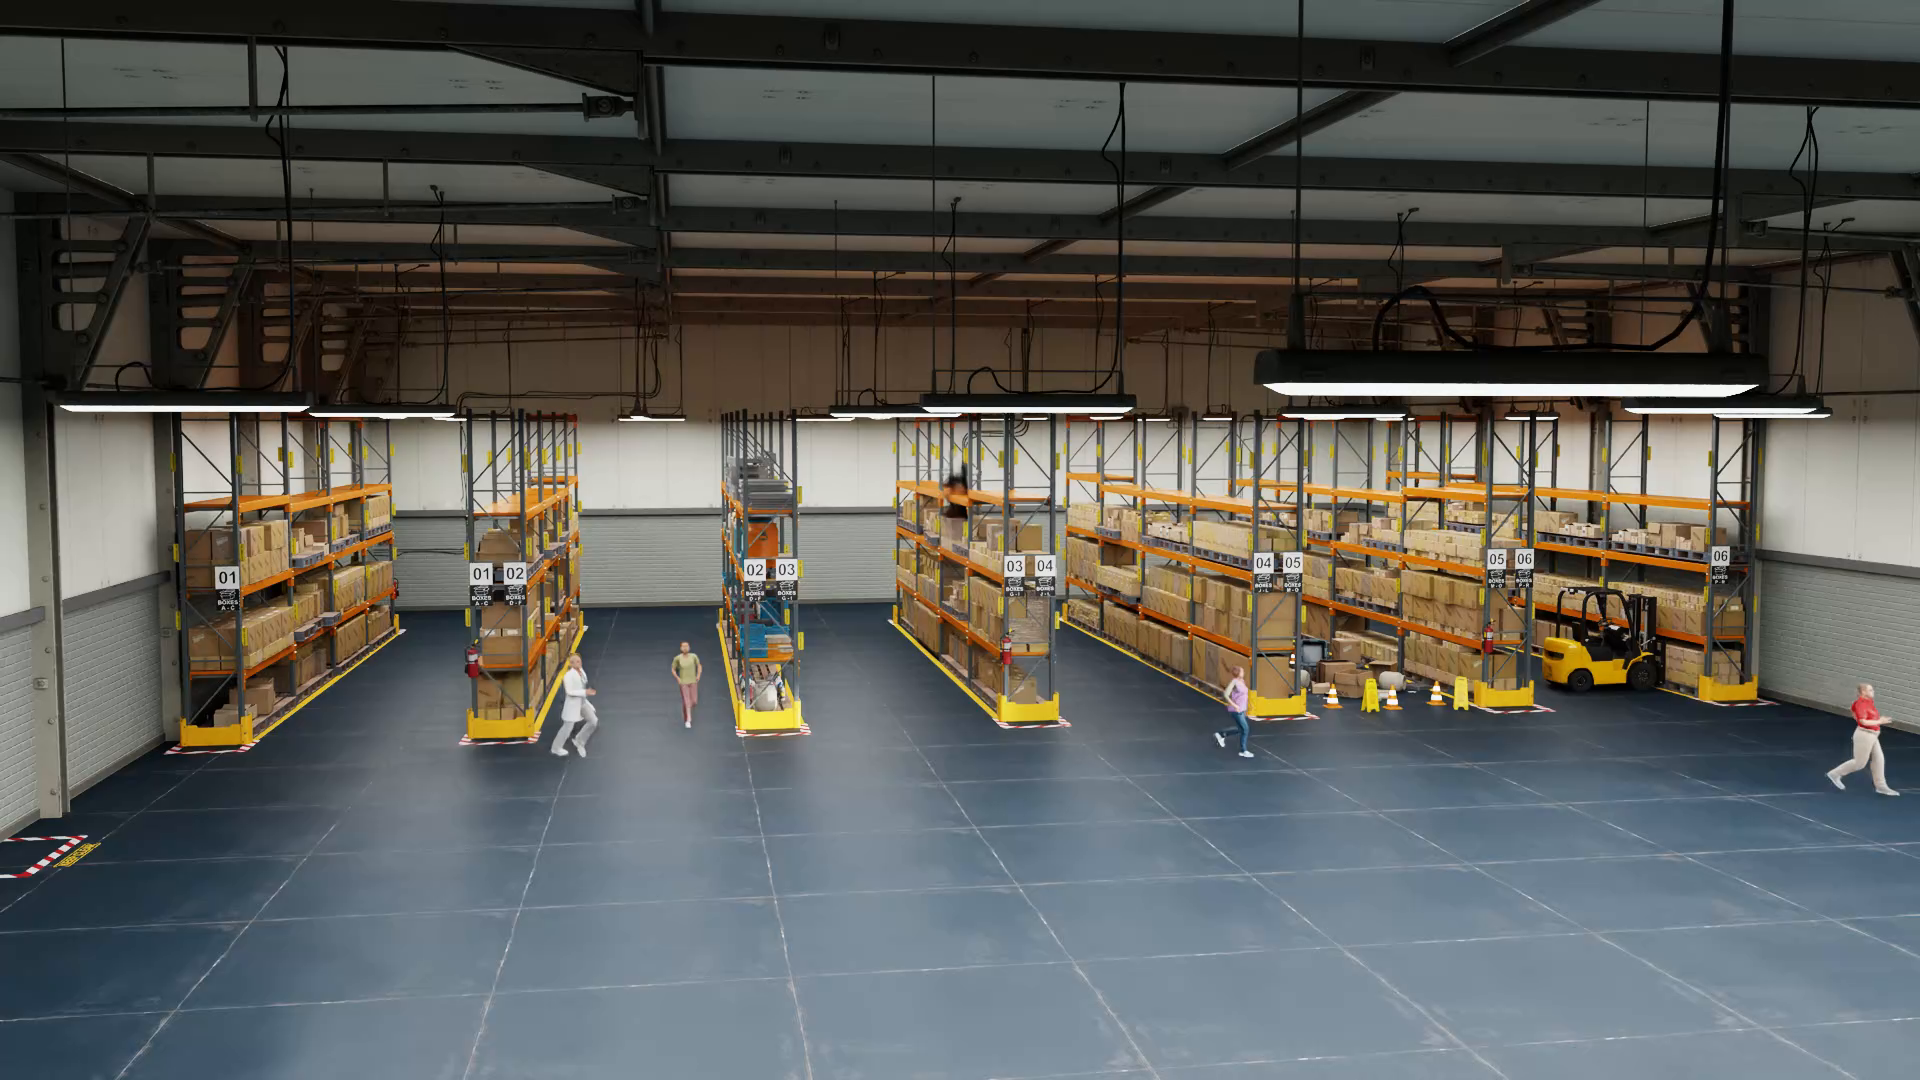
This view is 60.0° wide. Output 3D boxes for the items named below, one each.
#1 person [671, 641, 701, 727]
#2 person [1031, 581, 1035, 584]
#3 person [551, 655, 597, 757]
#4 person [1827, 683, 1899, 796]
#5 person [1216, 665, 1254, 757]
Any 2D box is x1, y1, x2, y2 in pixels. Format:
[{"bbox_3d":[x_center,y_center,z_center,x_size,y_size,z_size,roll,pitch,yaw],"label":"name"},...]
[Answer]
[{"bbox_3d":[-5.181,2.717,31.517,0.580,1.636,0.547,-1,4,-18],"label":"person"},{"bbox_3d":[2.114,1.596,46.679,0.699,1.825,0.722,-1,4,-11],"label":"person"},{"bbox_3d":[-6.575,2.850,28.518,0.928,1.756,0.732,2,4,25],"label":"person"},{"bbox_3d":[13.949,3.056,25.633,0.983,1.706,0.667,3,5,37],"label":"person"},{"bbox_3d":[4.730,2.937,28.687,0.738,1.570,0.569,3,5,33],"label":"person"}]
